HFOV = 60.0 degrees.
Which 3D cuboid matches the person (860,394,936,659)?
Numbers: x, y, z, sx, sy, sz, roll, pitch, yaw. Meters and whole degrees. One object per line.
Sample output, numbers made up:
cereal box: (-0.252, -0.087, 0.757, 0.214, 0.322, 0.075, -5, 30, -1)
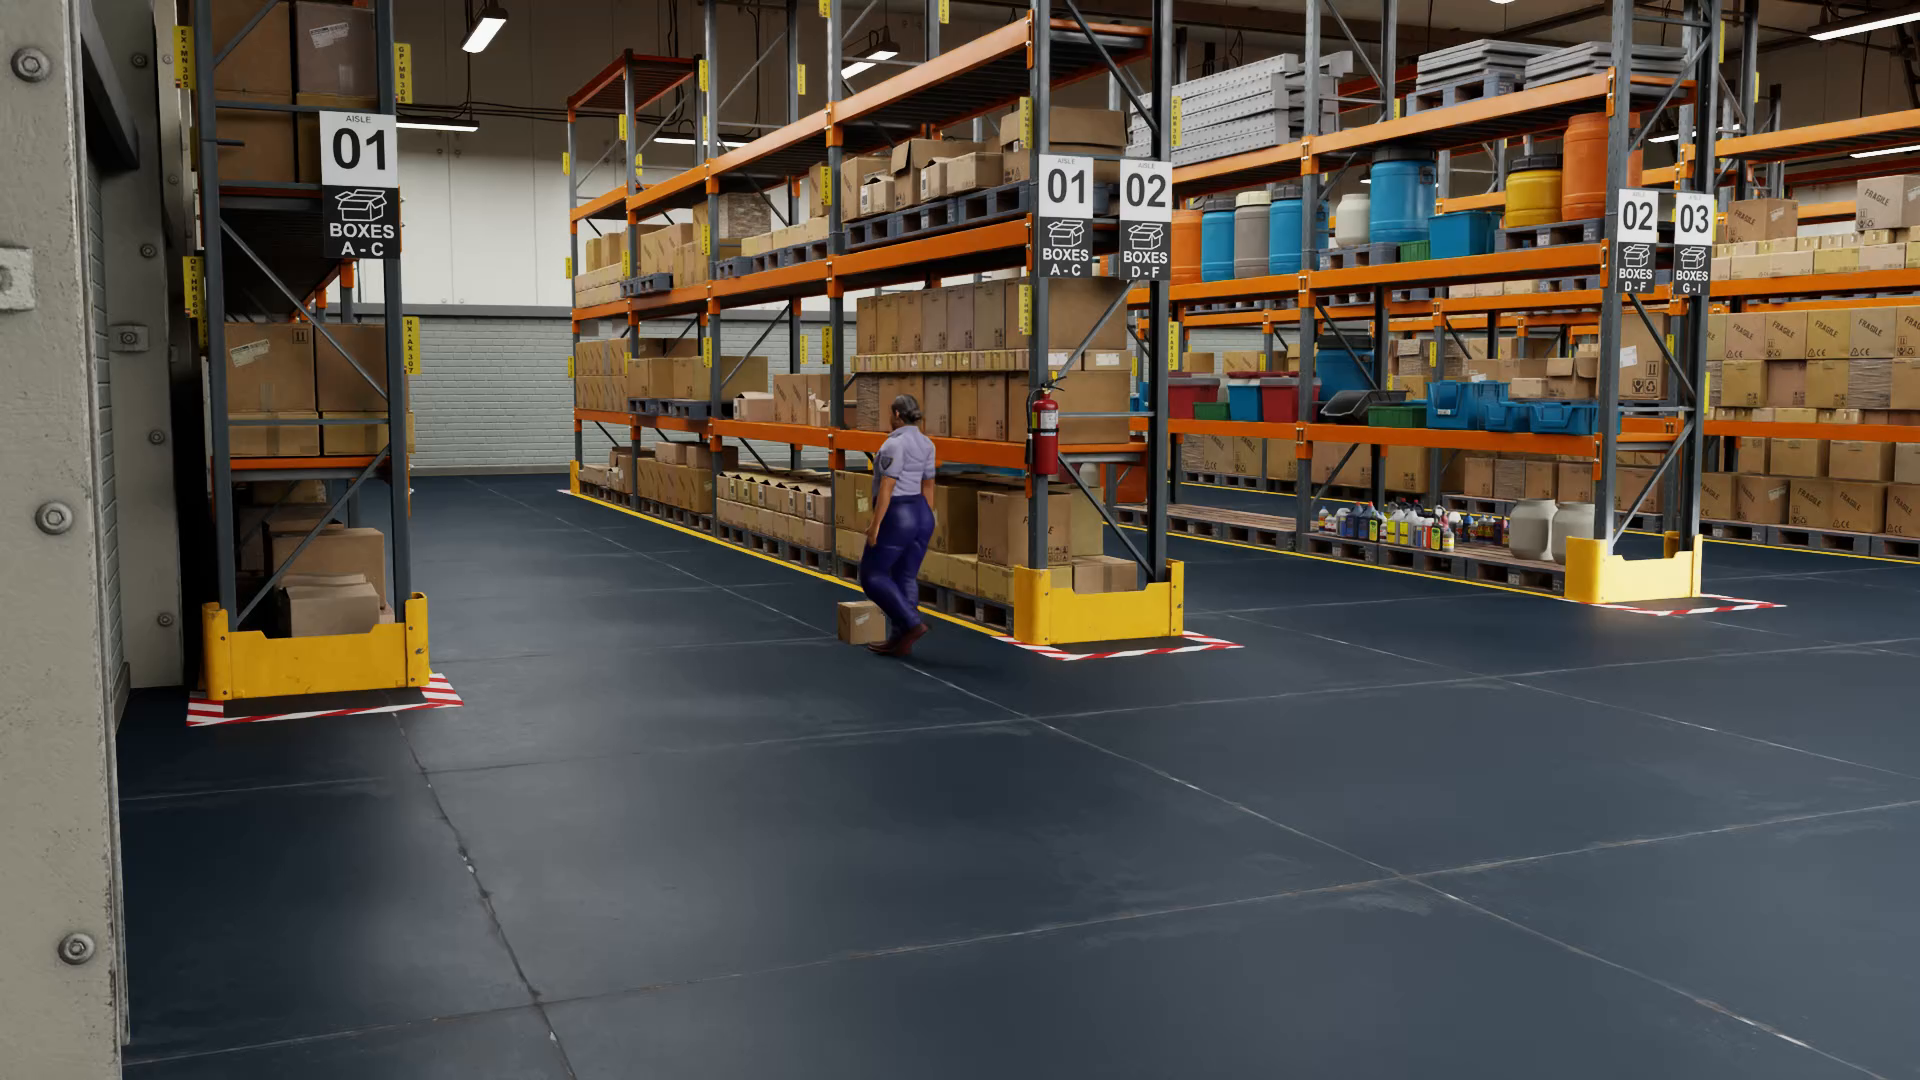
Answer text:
person: (-0.363, -0.091, 10.437, 0.507, 1.644, 0.499, 4, 7, 33)
